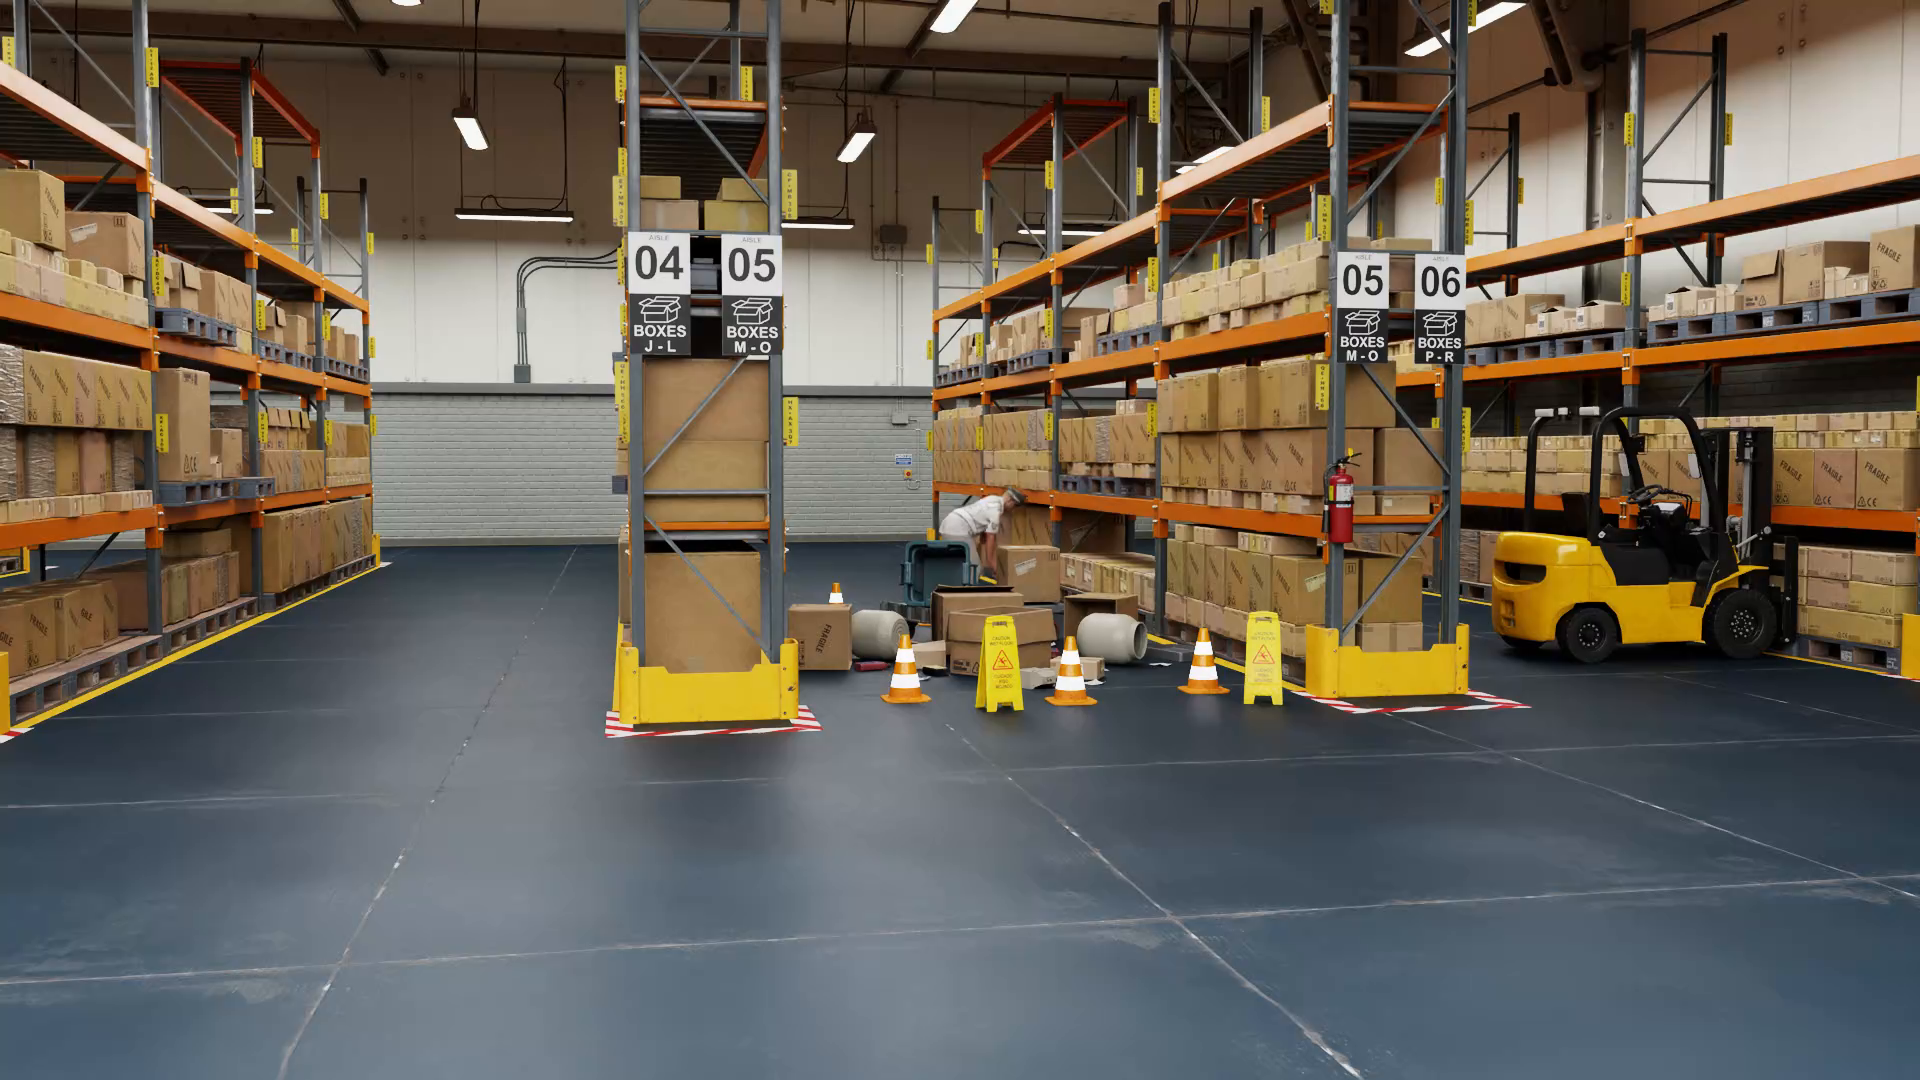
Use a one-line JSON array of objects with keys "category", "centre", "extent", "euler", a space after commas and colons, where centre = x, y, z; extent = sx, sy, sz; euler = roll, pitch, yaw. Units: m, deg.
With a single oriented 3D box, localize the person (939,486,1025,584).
[{"category": "person", "centre": [0.256, 0.106, 18.357], "extent": [0.966, 1.409, 0.468], "euler": [-1, 3, -13]}]
